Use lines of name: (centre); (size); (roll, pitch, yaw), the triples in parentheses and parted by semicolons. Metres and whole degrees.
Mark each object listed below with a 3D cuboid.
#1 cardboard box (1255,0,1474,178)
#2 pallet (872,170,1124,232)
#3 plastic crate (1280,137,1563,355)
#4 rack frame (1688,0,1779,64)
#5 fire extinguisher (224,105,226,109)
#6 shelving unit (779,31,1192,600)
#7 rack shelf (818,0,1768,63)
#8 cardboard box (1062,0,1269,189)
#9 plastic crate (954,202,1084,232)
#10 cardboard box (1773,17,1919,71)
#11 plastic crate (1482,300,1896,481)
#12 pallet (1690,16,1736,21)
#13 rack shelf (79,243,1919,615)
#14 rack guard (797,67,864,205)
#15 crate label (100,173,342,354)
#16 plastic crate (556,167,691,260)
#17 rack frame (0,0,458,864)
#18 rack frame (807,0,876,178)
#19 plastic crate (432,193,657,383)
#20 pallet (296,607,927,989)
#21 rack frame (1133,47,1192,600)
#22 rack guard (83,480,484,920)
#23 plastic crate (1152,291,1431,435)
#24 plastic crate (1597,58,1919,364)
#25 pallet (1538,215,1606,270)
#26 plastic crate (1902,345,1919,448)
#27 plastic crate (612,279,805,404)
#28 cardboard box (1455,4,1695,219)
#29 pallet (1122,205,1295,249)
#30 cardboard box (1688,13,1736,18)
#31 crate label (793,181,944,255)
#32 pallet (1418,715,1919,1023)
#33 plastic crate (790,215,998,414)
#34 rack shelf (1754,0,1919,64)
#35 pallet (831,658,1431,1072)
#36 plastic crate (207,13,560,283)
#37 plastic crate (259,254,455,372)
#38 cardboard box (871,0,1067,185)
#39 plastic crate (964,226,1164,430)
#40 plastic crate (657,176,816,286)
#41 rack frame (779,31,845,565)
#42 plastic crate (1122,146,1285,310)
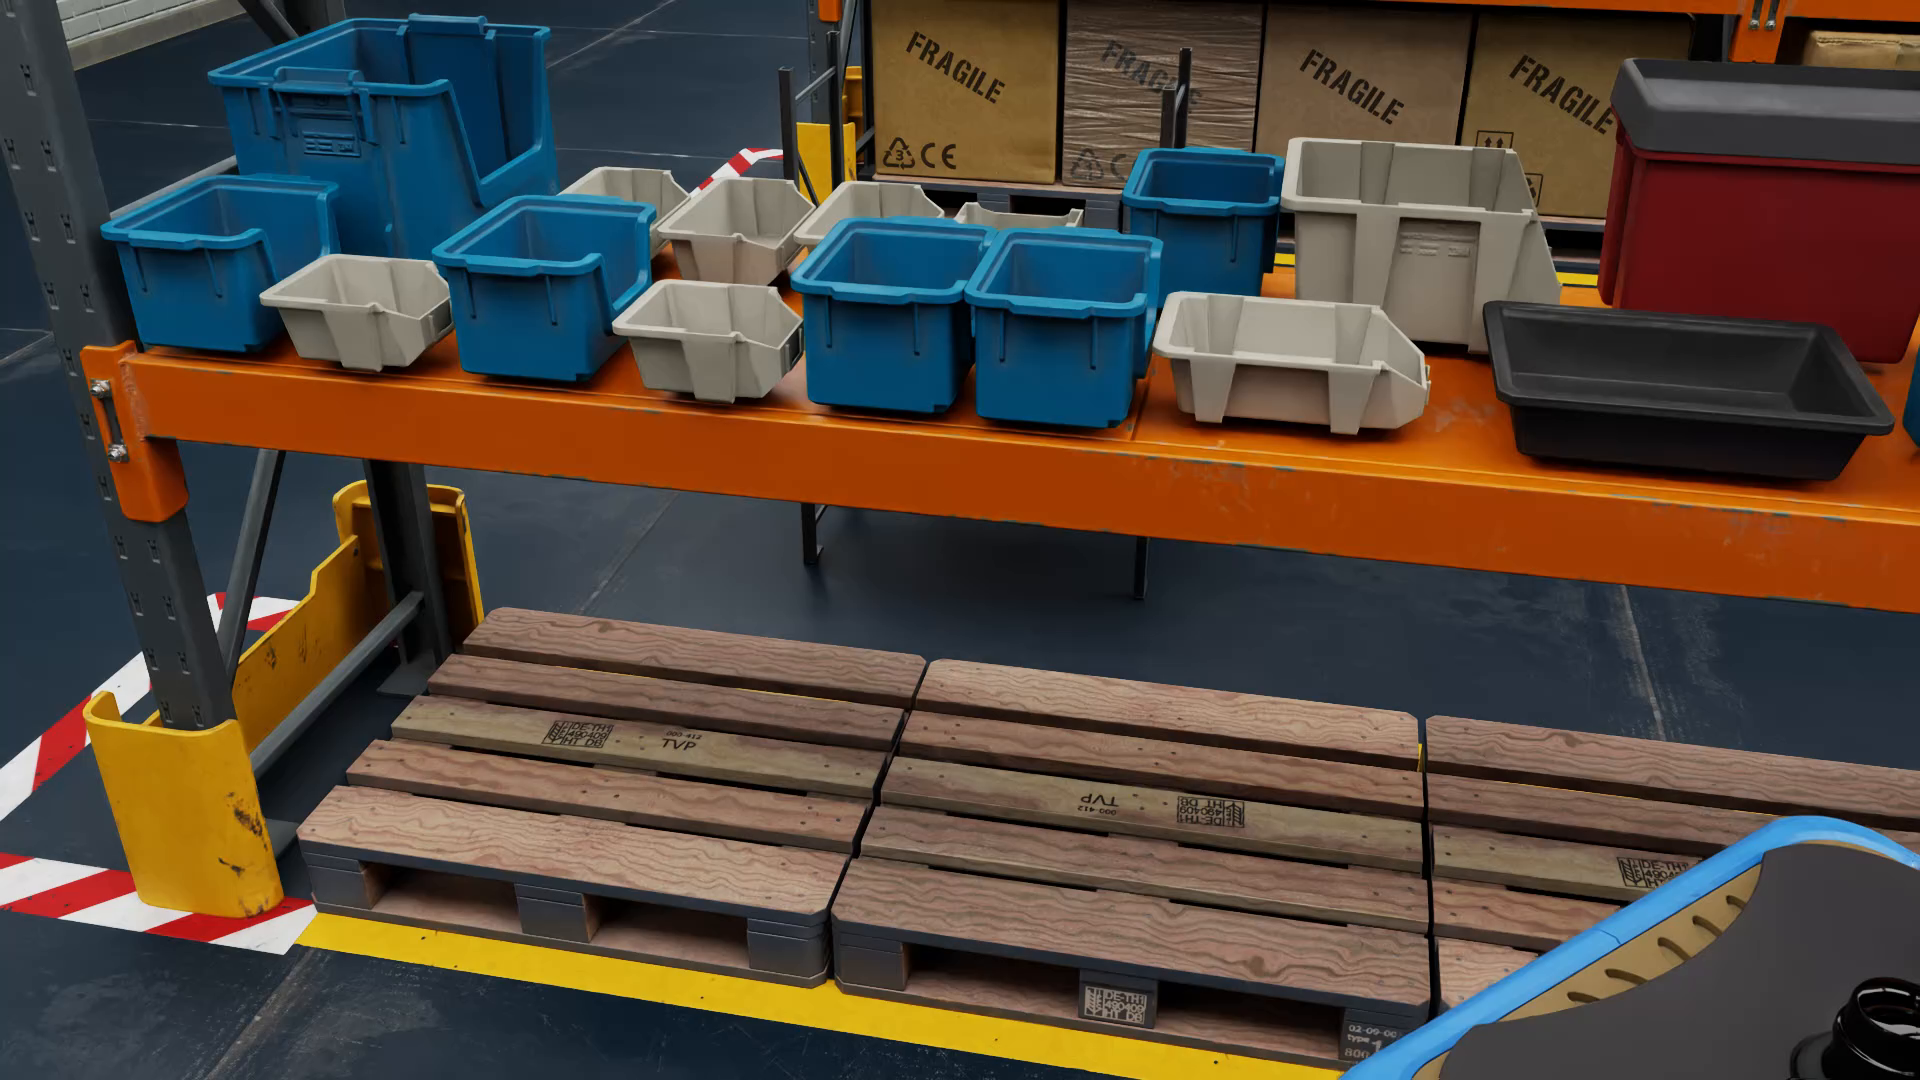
cardboard box: (1.868, -2.131, 7.794); (0.875, 0.875, 0.875); (6, 29, 11)
pallet: (0.264, -1.819, 8.353); (1.213, 0.211, 1.003); (6, 29, 11)
plastic crate: (0.888, -0.573, 3.233); (0.530, 0.282, 0.437); (6, 29, 11)
rack frame: (3.377, -2.685, 7.030); (0.127, 3.000, 1.000); (6, 29, 11)
fire extinguisher: (-1.622, -0.791, 4.040); (0.183, 0.674, 0.296); (6, 29, 11)
shelving unit: (0.083, -0.649, 4.874); (1.048, 1.500, 0.538); (6, 29, 11)
rack shelf: (1.421, -2.570, 7.569); (4.000, 0.370, 1.077); (6, 29, 11)
cardboard box: (0.998, -2.220, 7.957); (0.875, 0.875, 0.875); (6, 29, 11)
plastic crate: (0.118, -0.600, 3.435); (0.250, 0.136, 0.298); (6, 29, 11)
cardboard box: (4.007, -1.882, 7.340); (0.875, 0.875, 1.225); (6, 29, 11)
plastic crate: (1.192, -0.250, 2.808); (0.590, 0.125, 0.437); (6, 29, 11)
pallet: (5.273, -3.703, 11.795); (1.213, 0.211, 1.003); (6, 29, 11)
rack shelf: (0.387, -0.244, 3.321); (4.000, 0.370, 1.077); (6, 29, 11)
rack guard: (-0.558, -1.992, 8.368); (0.348, 0.500, 1.175); (6, 29, 11)
crate label: (-1.396, -0.533, 3.212); (0.303, 0.233, 0.416); (6, 29, 11)
plastic crate: (-0.734, -0.674, 3.569); (0.243, 0.136, 0.396); (6, 29, 11)
rack frame: (-1.569, -0.760, 3.514); (0.127, 3.000, 1.000); (6, 29, 11)
rack frame: (-0.535, -3.086, 7.763); (0.127, 3.000, 1.000); (6, 29, 11)
plastic crate: (-0.753, -0.467, 3.092); (0.300, 0.233, 0.416); (6, 29, 11)
pallet: (-0.771, 0.564, 4.000); (1.213, 0.211, 1.003); (6, 29, 11)
rack frame: (0.581, -0.598, 4.781); (0.032, 1.500, 0.500); (6, 29, 11)
rack guard: (-1.595, 0.340, 4.108); (0.348, 0.500, 1.175); (6, 29, 11)
plastic crate: (0.577, -0.303, 2.892); (0.466, 0.136, 0.293); (6, 29, 11)
plastic crate: (1.522, -0.620, 3.130); (0.583, 0.464, 0.402); (6, 29, 11)
pallet: (2.650, -1.575, 7.906); (1.213, 0.211, 1.003); (6, 29, 11)
plastic crate: (1.815, -0.265, 2.564); (0.575, 0.384, 0.392); (6, 29, 11)
plastic crate: (-0.437, -0.352, 2.982); (0.298, 0.136, 0.250); (6, 29, 11)
cardboard box: (2.748, -2.041, 7.629); (0.875, 0.875, 0.875); (6, 29, 11)
pallet: (1.453, -1.696, 8.128); (1.213, 0.211, 1.003); (6, 29, 11)
cardboard box: (5.179, -3.893, 11.403); (0.500, 0.500, 0.500); (7, 29, 13)
crate label: (-0.176, -0.621, 3.474); (0.243, 0.136, 0.396); (6, 29, 11)
pallet: (1.616, 0.809, 3.553); (1.213, 0.211, 1.003); (6, 29, 11)
plastic crate: (-0.109, -0.401, 2.971); (0.300, 0.233, 0.416); (6, 29, 11)
rack shelf: (5.333, -2.169, 6.837); (4.000, 0.370, 1.077); (6, 29, 11)
pallet: (0.419, 0.688, 3.774); (1.213, 0.211, 1.003); (6, 29, 11)
plastic crate: (-1.203, -0.856, 3.590); (0.499, 0.435, 0.616); (6, 29, 11)
plastic crate: (-1.100, -0.420, 3.106); (0.298, 0.136, 0.250); (6, 29, 11)
cardboard box: (0.108, -2.311, 8.124); (0.875, 0.875, 0.875); (6, 29, 11)
plastic crate: (0.185, -0.371, 2.916); (0.300, 0.233, 0.416); (6, 29, 11)
plastic crate: (-0.453, -0.638, 3.504); (0.243, 0.136, 0.396); (6, 29, 11)
rack frame: (-0.414, -0.700, 4.967); (0.032, 1.500, 0.500); (6, 29, 11)
plastic crate: (0.493, -0.627, 3.384); (0.300, 0.233, 0.416); (6, 29, 11)
